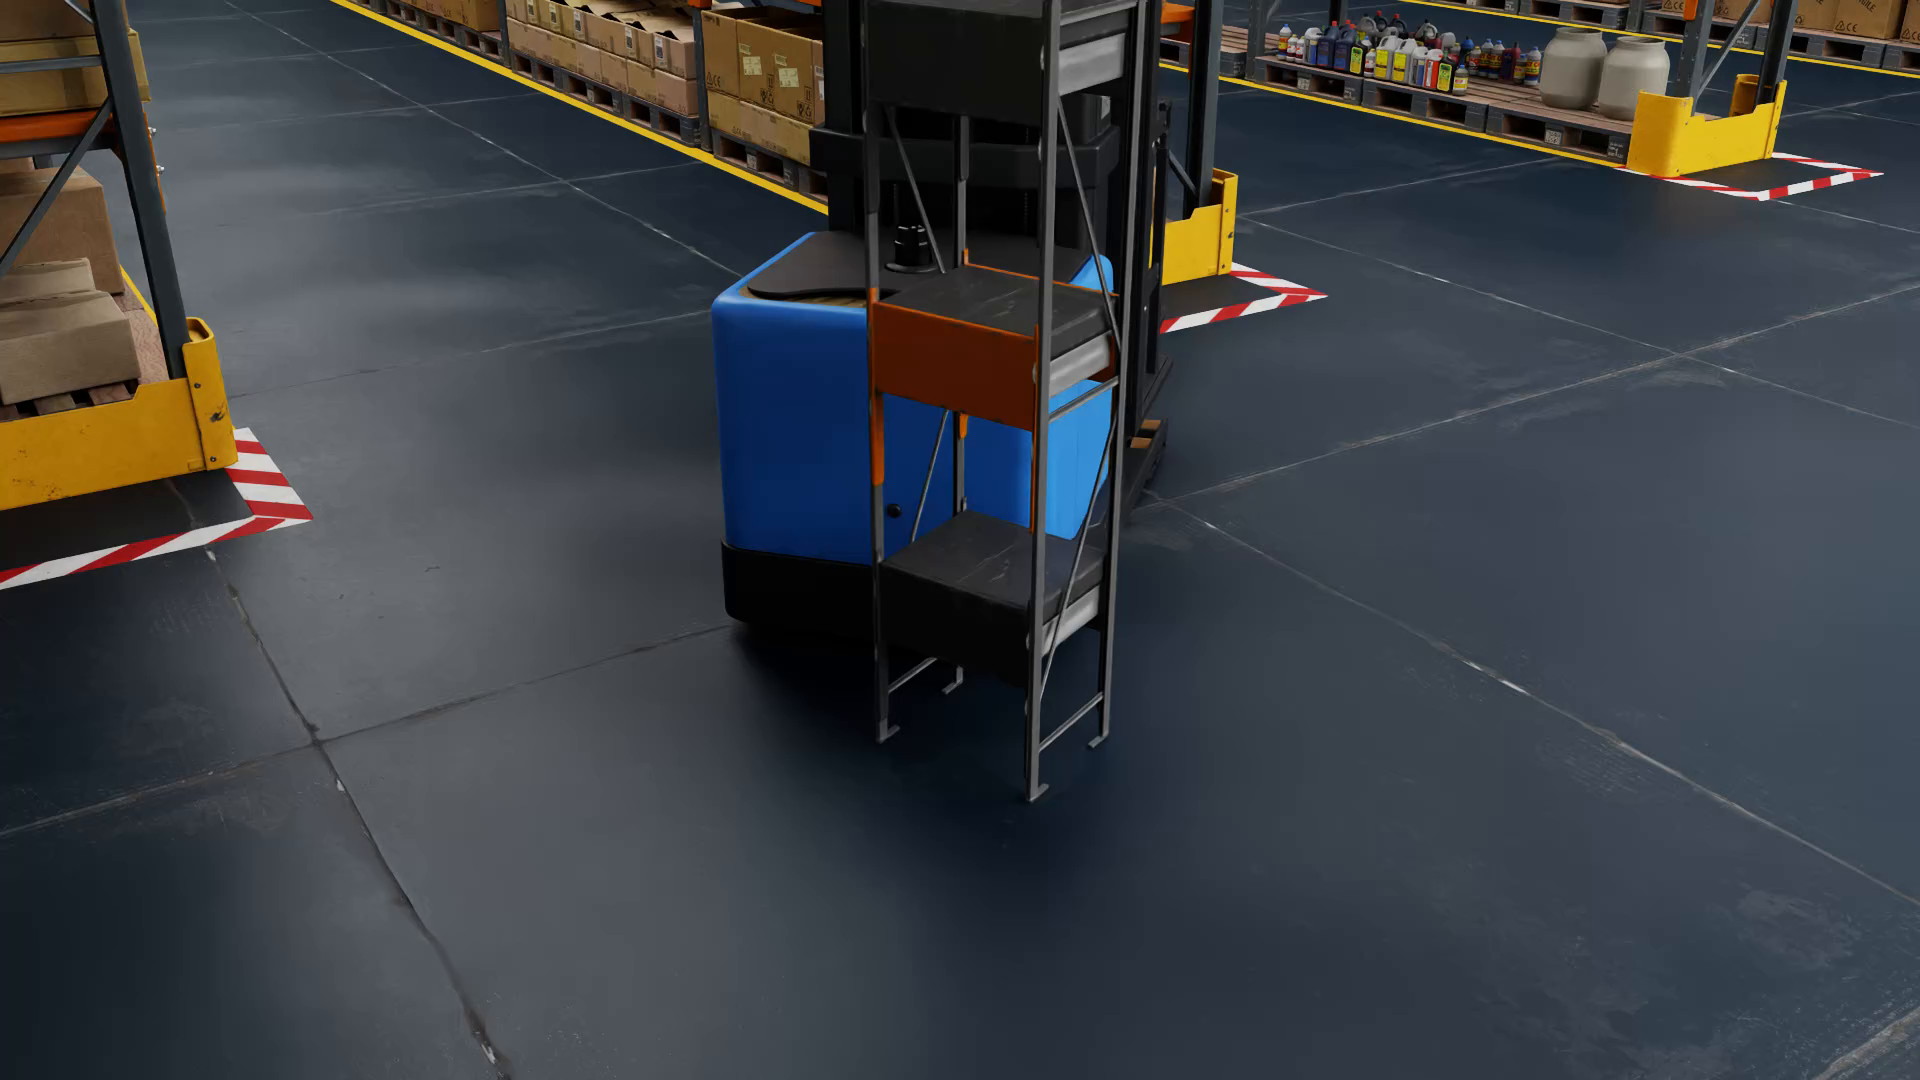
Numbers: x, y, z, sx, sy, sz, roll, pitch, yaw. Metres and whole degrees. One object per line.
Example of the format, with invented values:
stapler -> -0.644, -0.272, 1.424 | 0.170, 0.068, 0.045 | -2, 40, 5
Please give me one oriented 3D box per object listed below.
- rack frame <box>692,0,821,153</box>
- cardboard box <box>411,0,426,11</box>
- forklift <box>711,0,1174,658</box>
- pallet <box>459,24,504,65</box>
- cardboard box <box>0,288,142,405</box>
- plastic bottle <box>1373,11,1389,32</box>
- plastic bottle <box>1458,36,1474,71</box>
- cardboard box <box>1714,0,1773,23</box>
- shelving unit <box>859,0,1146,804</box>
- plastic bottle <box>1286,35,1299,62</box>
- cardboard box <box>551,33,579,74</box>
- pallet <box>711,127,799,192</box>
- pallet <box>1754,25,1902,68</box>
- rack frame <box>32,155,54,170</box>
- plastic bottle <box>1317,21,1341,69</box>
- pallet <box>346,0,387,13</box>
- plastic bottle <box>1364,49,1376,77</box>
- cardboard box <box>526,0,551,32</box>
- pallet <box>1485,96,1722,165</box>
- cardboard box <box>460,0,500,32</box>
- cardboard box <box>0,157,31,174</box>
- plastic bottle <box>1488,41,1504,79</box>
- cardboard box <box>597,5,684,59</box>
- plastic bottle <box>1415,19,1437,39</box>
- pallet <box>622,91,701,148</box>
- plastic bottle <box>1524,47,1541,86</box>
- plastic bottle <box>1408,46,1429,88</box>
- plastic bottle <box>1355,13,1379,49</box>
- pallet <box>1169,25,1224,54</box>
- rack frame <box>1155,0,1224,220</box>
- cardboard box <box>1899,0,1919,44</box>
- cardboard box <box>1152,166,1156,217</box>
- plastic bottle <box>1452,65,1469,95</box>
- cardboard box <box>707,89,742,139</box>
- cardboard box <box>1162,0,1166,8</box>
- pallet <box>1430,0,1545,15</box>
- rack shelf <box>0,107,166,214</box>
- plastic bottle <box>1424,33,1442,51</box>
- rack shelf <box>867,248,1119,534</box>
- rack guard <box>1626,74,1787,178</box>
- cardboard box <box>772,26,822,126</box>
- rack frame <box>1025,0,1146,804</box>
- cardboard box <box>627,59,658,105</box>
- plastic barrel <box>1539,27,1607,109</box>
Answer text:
rack frame -> -1.328, -4.133, 10.991 | 1.000, 3.000, 0.127 | -16, 29, -30
cardboard box -> -5.068, -5.464, 16.224 | 0.500, 0.500, 0.500 | -15, 29, -29
forklift -> 0.173, -1.582, 5.667 | 1.130, 2.935, 3.031 | 7, 26, 14
pallet -> -3.887, -4.578, 15.201 | 1.003, 0.211, 1.213 | -16, 29, -30
cardboard box -> -3.595, -0.798, 6.561 | 0.500, 0.311, 0.500 | -19, 32, -35
plastic bottle -> 3.417, -4.124, 13.559 | 0.144, 0.351, 0.185 | -16, 30, -31
plastic bottle -> 3.927, -3.772, 12.908 | 0.097, 0.271, 0.097 | 0, 25, 0
cardboard box -> 7.478, -5.144, 15.569 | 0.500, 0.500, 0.500 | -6, 26, -13
shelving unit -> 0.093, -0.394, 4.109 | 0.503, 2.100, 0.431 | 17, 31, 31
plastic bottle -> 2.686, -3.967, 13.402 | 0.097, 0.201, 0.097 | 0, 25, 0
cardboard box -> -2.908, -3.890, 13.206 | 0.500, 0.250, 0.500 | -16, 30, -31
pallet -> -0.929, -2.578, 10.963 | 1.003, 0.211, 1.213 | -16, 29, -30
pallet -> 8.041, -4.510, 15.057 | 1.003, 0.211, 1.213 | -16, 29, -30
rack frame -> -5.476, -2.977, 8.543 | 1.000, 3.000, 0.127 | -16, 29, -30
plastic bottle -> 2.917, -3.901, 13.088 | 0.144, 0.351, 0.185 | -15, 29, -28
pallet -> -6.069, -5.979, 18.168 | 1.003, 0.211, 1.213 | -16, 29, -30
plastic bottle -> 3.155, -3.660, 12.751 | 0.097, 0.201, 0.097 | 0, 25, 0
cardboard box -> -3.178, -4.322, 13.463 | 0.500, 0.311, 0.500 | -16, 30, -31
pallet -> 4.488, -2.902, 11.650 | 1.003, 0.211, 1.213 | -16, 29, -30
cardboard box -> -4.219, -4.912, 15.054 | 0.500, 0.500, 0.500 | -14, 29, -28
cardboard box -> -4.876, -1.684, 8.216 | 0.500, 0.500, 0.500 | -18, 31, -33
plastic bottle -> 4.092, -3.664, 12.678 | 0.097, 0.271, 0.097 | 0, 25, 0
cardboard box -> -2.349, -3.775, 12.304 | 0.500, 0.311, 0.500 | -16, 29, -30
plastic bottle -> 3.698, -3.940, 13.169 | 0.144, 0.351, 0.185 | -16, 29, -30
pallet -> -1.763, -3.126, 12.125 | 1.003, 0.211, 1.213 | -16, 29, -30
plastic bottle -> 4.279, -3.541, 12.419 | 0.097, 0.271, 0.097 | 0, 25, 0
plastic bottle -> 3.448, -3.523, 12.375 | 0.152, 0.276, 0.135 | -16, 30, -31
plastic bottle -> 3.297, -4.090, 13.488 | 0.144, 0.351, 0.185 | -16, 29, -30
pallet -> 1.693, -4.733, 15.530 | 1.003, 0.211, 1.213 | -16, 29, -30
rack frame -> 0.856, -2.702, 7.960 | 1.000, 3.000, 0.127 | -16, 29, -30
cardboard box -> 8.476, -4.502, 14.209 | 0.500, 0.500, 0.500 | -8, 26, -16
cardboard box -> 0.749, -1.892, 8.974 | 0.500, 0.250, 0.500 | -16, 29, -30
plastic bottle -> 3.638, -3.343, 12.081 | 0.097, 0.201, 0.097 | 0, 25, 0
cardboard box -> -1.329, -2.843, 10.987 | 0.500, 0.250, 0.500 | -16, 29, -30
cardboard box -> 0.612, -2.917, 8.299 | 0.700, 0.500, 0.500 | -16, 29, -30
pallet -> 5.878, -5.894, 17.988 | 1.003, 0.211, 1.213 | -16, 29, -30
rack shelf -> -4.384, -1.936, 7.181 | 1.077, 0.370, 4.000 | -16, 29, -30
plastic bottle -> 3.695, -3.825, 13.005 | 0.061, 0.283, 0.133 | -16, 29, -30
rack shelf -> 0.093, -0.382, 4.115 | 0.480, 0.518, 0.431 | 17, 31, 31
rack guard -> 4.927, -2.741, 10.971 | 1.175, 0.500, 0.348 | -16, 29, -30
cardboard box -> -0.791, -2.822, 10.065 | 0.500, 0.500, 0.500 | -16, 29, -30
rack frame -> 0.294, -0.331, 3.984 | 0.015, 2.100, 0.400 | 17, 31, 31
cardboard box -> -2.072, -3.341, 12.043 | 0.500, 0.250, 0.500 | -16, 30, -30
plastic barrel -> 4.311, -3.317, 11.685 | 0.421, 0.512, 0.421 | 0, 25, 0
